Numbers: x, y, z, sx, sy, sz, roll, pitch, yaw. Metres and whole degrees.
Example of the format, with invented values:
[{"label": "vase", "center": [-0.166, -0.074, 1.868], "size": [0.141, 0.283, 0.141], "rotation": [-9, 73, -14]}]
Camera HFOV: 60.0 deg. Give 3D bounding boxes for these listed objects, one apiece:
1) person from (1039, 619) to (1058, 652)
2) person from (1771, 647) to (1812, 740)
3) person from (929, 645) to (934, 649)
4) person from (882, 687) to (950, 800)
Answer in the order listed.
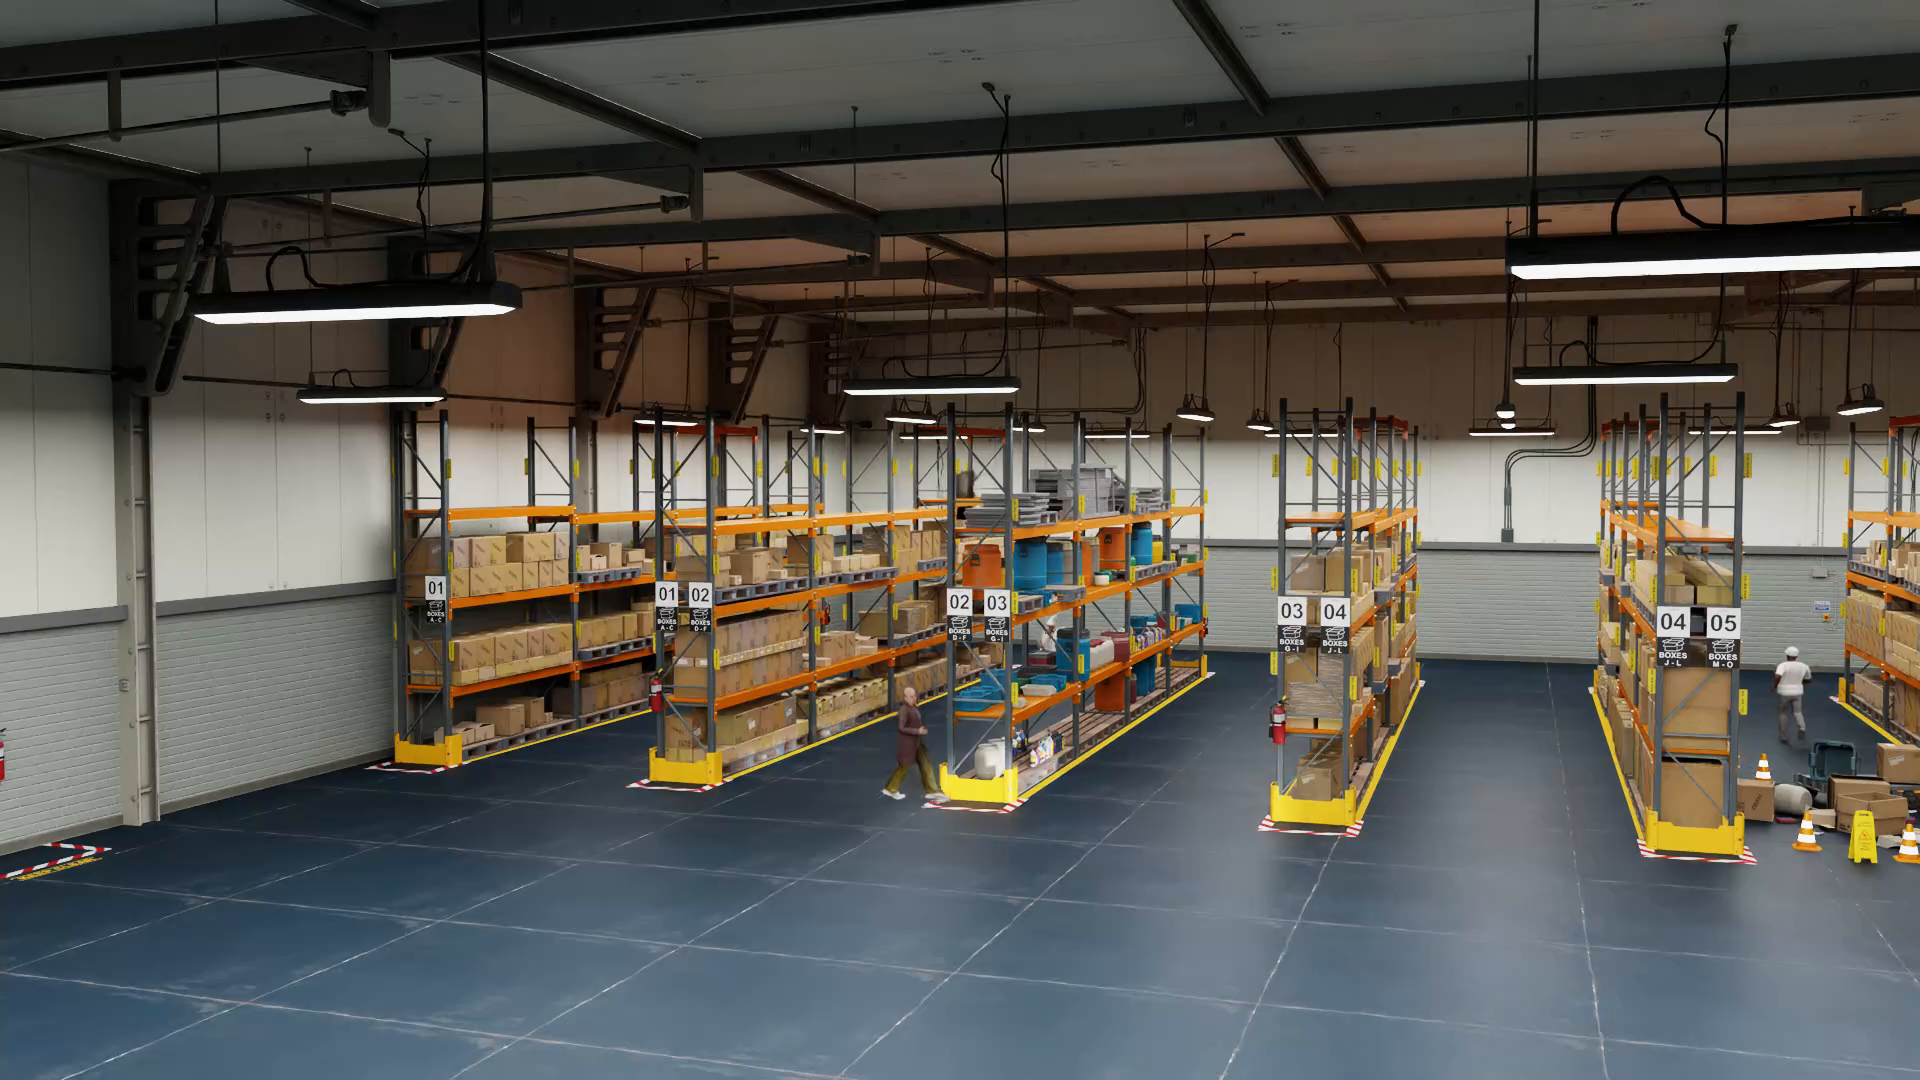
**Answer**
[{"label": "person", "center": [2.064, 2.577, 36.807], "size": [0.678, 1.706, 0.685], "rotation": [2, 3, 40]}, {"label": "person", "center": [15.191, 2.817, 30.392], "size": [0.701, 1.748, 0.907], "rotation": [0, 2, 9]}, {"label": "person", "center": [-0.440, 2.260, 45.288], "size": [0.960, 1.698, 0.696], "rotation": [2, 3, 33]}, {"label": "person", "center": [-0.750, 3.038, 24.633], "size": [0.998, 1.738, 0.791], "rotation": [1, 3, 24]}]
